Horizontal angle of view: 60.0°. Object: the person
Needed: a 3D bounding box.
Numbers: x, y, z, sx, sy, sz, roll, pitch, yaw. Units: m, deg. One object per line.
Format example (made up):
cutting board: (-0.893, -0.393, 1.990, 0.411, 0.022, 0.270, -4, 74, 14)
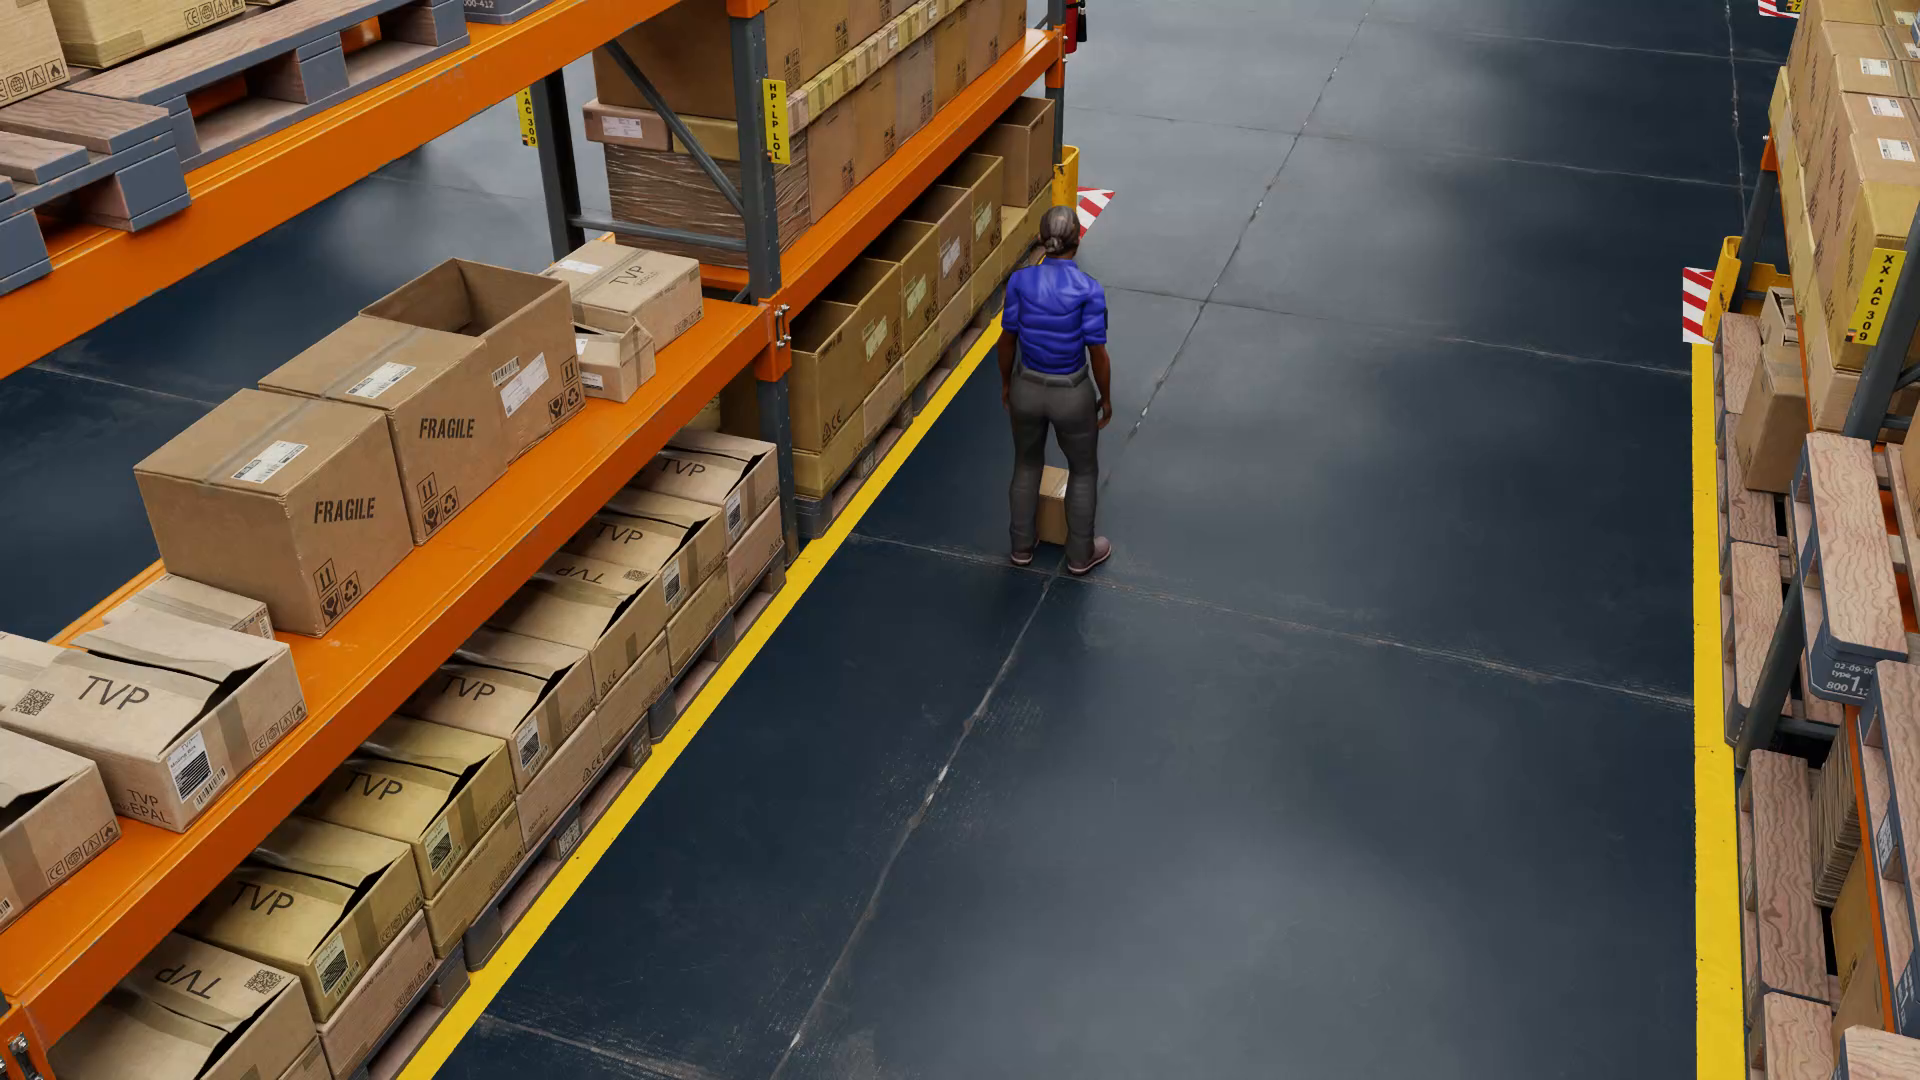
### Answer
person: (0.409, -0.610, 7.081, 0.506, 1.640, 0.350, 11, 35, 17)
